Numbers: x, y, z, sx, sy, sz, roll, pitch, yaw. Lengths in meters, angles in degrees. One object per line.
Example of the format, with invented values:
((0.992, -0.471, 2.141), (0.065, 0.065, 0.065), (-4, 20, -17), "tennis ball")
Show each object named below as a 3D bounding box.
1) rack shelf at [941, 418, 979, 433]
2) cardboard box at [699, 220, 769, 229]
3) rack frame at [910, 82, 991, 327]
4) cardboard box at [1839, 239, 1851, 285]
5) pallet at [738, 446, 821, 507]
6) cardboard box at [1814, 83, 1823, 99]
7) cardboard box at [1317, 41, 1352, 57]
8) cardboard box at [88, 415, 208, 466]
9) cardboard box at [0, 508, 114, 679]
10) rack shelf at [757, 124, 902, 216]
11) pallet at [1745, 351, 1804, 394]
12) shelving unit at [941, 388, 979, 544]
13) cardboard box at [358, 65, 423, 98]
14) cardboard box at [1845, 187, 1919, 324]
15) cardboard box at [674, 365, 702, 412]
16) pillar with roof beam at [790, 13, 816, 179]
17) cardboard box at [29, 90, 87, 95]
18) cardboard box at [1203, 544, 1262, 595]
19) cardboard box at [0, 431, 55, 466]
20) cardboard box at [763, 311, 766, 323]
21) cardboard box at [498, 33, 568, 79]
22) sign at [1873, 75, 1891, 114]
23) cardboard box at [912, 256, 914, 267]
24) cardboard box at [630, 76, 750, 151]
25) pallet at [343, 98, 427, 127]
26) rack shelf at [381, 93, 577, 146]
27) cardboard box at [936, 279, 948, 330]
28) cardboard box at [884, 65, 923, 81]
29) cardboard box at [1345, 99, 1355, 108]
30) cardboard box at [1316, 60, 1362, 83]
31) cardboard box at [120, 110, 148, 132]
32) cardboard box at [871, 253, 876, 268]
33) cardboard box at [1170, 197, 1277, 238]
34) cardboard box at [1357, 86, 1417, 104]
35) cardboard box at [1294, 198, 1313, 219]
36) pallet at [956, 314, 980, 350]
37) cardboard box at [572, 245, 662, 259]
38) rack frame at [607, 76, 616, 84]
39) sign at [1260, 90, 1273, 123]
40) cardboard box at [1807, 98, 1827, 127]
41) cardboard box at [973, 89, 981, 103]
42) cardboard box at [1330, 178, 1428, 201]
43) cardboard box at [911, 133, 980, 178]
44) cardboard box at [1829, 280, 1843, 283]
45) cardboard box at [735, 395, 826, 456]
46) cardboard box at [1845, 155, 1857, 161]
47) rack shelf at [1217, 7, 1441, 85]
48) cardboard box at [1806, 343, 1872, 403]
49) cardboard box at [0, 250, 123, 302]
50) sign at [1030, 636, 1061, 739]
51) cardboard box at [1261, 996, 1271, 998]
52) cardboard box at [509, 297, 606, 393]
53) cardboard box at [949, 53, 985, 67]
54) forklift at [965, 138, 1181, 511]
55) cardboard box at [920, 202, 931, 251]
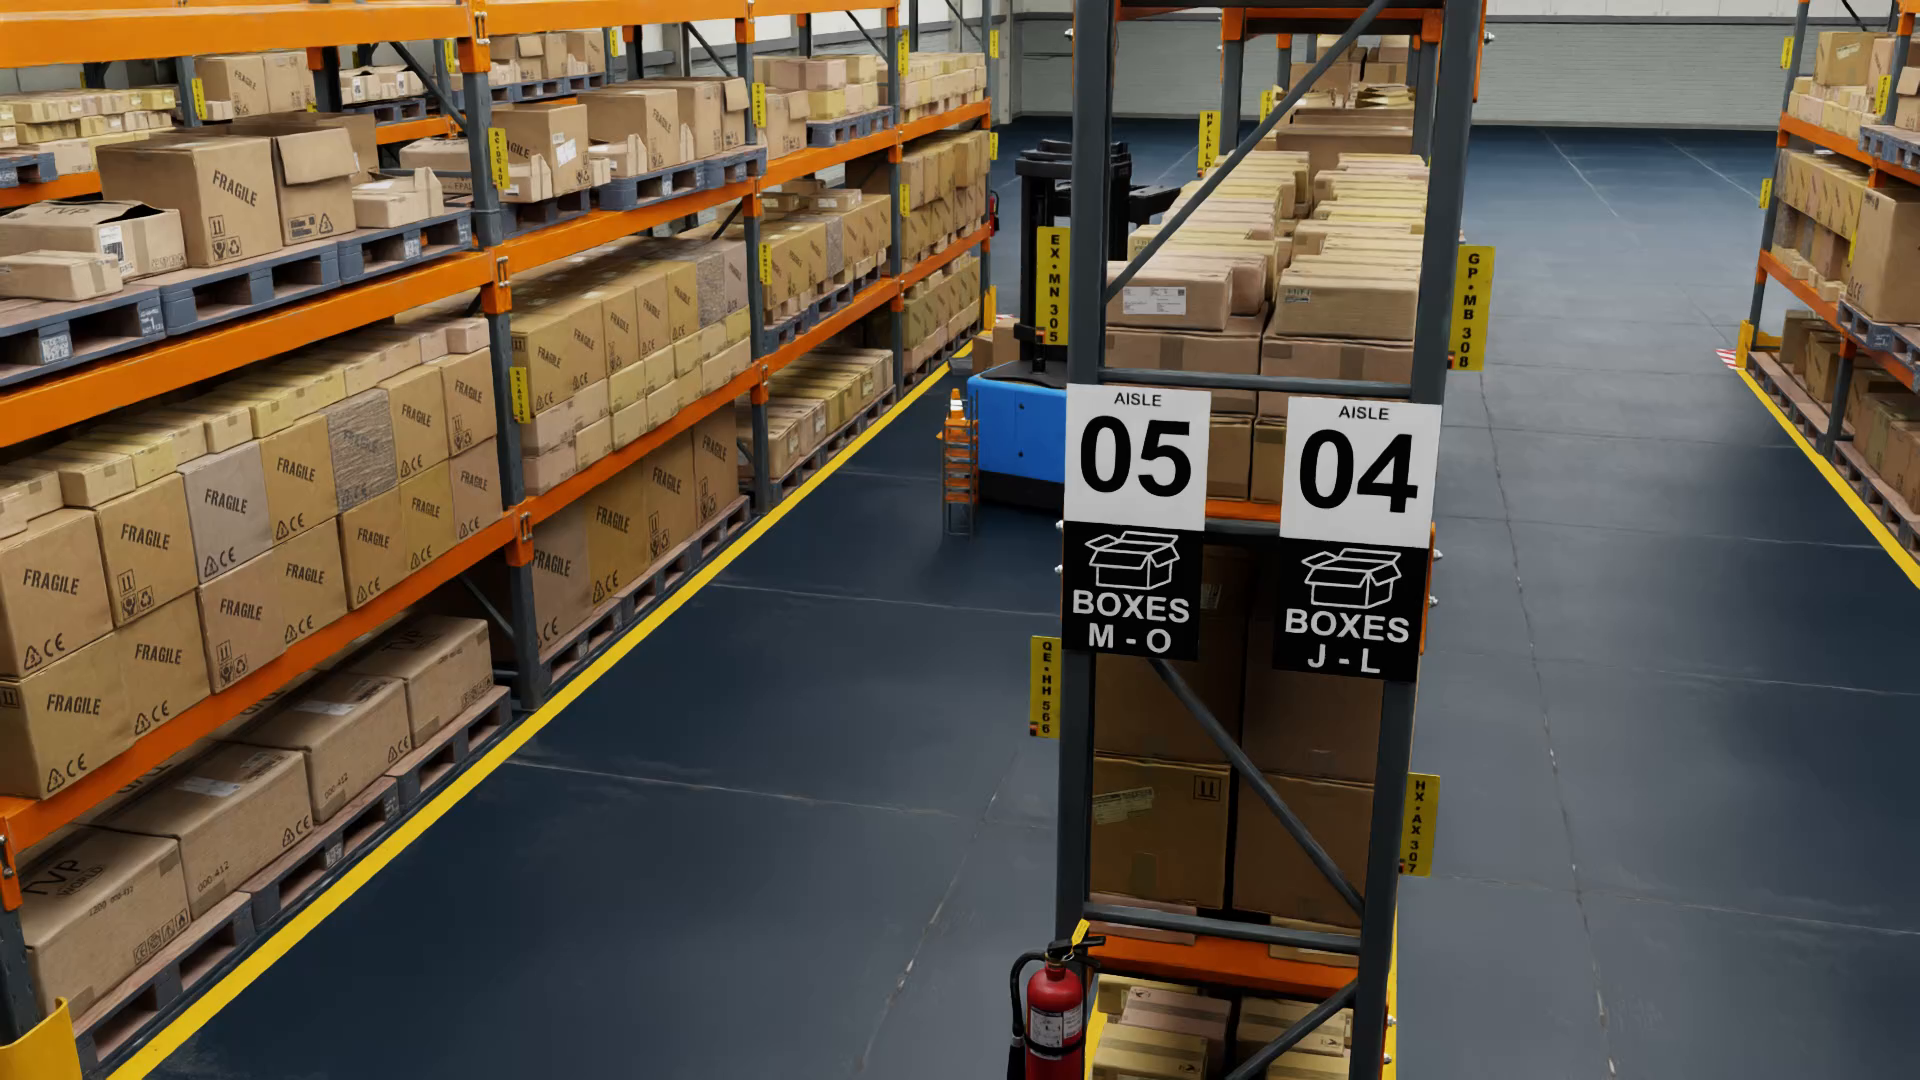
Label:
((0.004, -0.871, 12.905), (0.258, 0.103, 0.180), (5, 19, 13), "rack shelf")
((-1.997, -2.549, 14.746), (0.500, 0.500, 0.500), (3, 19, 10), "cardboard box")
((-0.122, -4.184, 20.798), (1.000, 3.000, 0.127), (5, 19, 13), "rack frame")
((8.836, -2.626, 15.621), (0.875, 0.500, 0.500), (5, 19, 13), "cardboard box")
((-1.884, -0.602, 14.624), (1.003, 0.211, 1.213), (5, 19, 13), "pallet")
((8.898, -4.553, 16.851), (0.380, 0.149, 0.250), (5, 19, 13), "cardboard box")
((3.691, -4.871, 16.519), (0.380, 0.149, 0.250), (5, 19, 14), "cardboard box")
((-3.447, -0.417, 7.063), (0.380, 0.149, 0.250), (5, 19, 14), "cardboard box")
((-3.638, 0.182, 6.312), (0.500, 0.500, 0.500), (4, 19, 12), "cardboard box")
((-1.588, -3.383, 14.923), (1.077, 0.370, 4.000), (5, 19, 13), "rack shelf")
((9.236, -1.807, 18.150), (1.003, 0.211, 1.213), (5, 19, 13), "pallet")
((0.004, -0.572, 13.007), (0.258, 1.200, 0.189), (5, 19, 13), "shelving unit")
((-5.854, -4.699, 16.997), (0.500, 0.311, 0.500), (4, 19, 12), "cardboard box")
((8.180, -2.393, 13.974), (1.000, 1.000, 1.000), (5, 19, 14), "cardboard box")
((-2.197, -1.109, 12.026), (0.500, 0.250, 0.500), (4, 19, 13), "cardboard box")
((1.126, -10.688, 30.558), (9.100, 9.000, 0.400), (5, 19, 13), "pillar with roof beam")
((-7.339, -3.575, 13.528), (0.380, 0.149, 0.250), (5, 19, 14), "cardboard box")
((0.788, 0.207, 5.780), (0.500, 0.500, 0.500), (4, 19, 12), "cardboard box")
((-4.016, -0.370, 6.925), (0.380, 0.149, 0.250), (5, 20, 15), "cardboard box")
((-1.817, -1.844, 13.685), (0.380, 0.149, 0.250), (4, 19, 10), "cardboard box")
((-5.155, -5.817, 19.978), (0.700, 0.500, 0.500), (5, 19, 14), "cardboard box")
((7.982, -3.853, 14.386), (0.100, 0.325, 0.005), (5, 19, 13), "sign")
((-0.700, -2.969, 17.627), (0.380, 0.149, 0.250), (5, 20, 15), "cardboard box")
((-2.023, -3.214, 12.506), (0.797, 0.503, 0.637), (3, 19, 10), "cardboard box")
((-6.117, -4.373, 17.005), (0.805, 0.209, 1.217), (4, 19, 11), "pallet")
((-5.425, -5.027, 19.738), (1.077, 0.370, 4.000), (5, 19, 13), "rack shelf")
((-0.446, -2.678, 18.831), (0.500, 0.500, 0.500), (6, 20, 16), "cardboard box")
((-0.598, -4.847, 17.253), (0.380, 0.149, 0.250), (4, 19, 12), "cardboard box")
((3.138, -3.151, 12.464), (0.500, 0.311, 0.500), (5, 19, 13), "cardboard box")
((3.596, -4.481, 15.994), (0.500, 0.250, 0.500), (4, 19, 13), "cardboard box")
((-6.826, -3.395, 13.462), (0.380, 0.149, 0.250), (4, 19, 12), "cardboard box")
((-1.039, -2.746, 16.326), (0.380, 0.149, 0.250), (4, 19, 12), "cardboard box")
((0.987, -1.192, 6.238), (0.380, 0.149, 0.250), (4, 19, 12), "cardboard box")
((2.790, -2.838, 10.875), (0.396, 0.266, 0.258), (5, 19, 13), "cardboard box")
((1.294, -1.361, 7.350), (0.500, 0.250, 0.500), (5, 19, 13), "cardboard box")
((-0.374, -2.589, 20.442), (1.003, 0.211, 1.213), (5, 19, 13), "pallet")
((-2.546, -1.906, 12.425), (0.500, 0.500, 0.500), (5, 19, 14), "cardboard box")
((-4.936, -4.575, 21.942), (1.000, 3.000, 0.127), (5, 19, 13), "rack frame")
((2.212, -3.066, 11.960), (0.100, 0.325, 0.005), (5, 19, 13), "sign")
((8.874, -4.303, 16.735), (0.500, 0.250, 0.500), (5, 19, 13), "cardboard box")
((0.033, -5.271, 19.726), (0.380, 0.149, 0.250), (5, 19, 14), "cardboard box")
((1.712, -1.391, 6.820), (0.380, 0.149, 0.250), (4, 19, 11), "cardboard box")
((-0.166, -4.510, 19.590), (0.700, 0.500, 0.500), (5, 19, 14), "cardboard box")
((8.609, -2.426, 16.039), (0.380, 0.149, 0.250), (5, 19, 13), "cardboard box")
((-1.757, -1.040, 15.009), (0.950, 0.372, 0.625), (4, 19, 12), "cardboard box")
((9.476, -3.714, 17.259), (0.500, 0.500, 0.500), (5, 19, 13), "cardboard box")
((2.259, -3.000, 9.781), (1.077, 0.370, 4.000), (5, 19, 13), "rack shelf")
((8.855, -1.667, 16.645), (0.500, 0.500, 0.500), (3, 19, 9), "cardboard box")
((-3.543, -1.039, 6.533), (0.380, 0.149, 0.250), (5, 20, 15), "cardboard box")
((0.260, 0.442, 4.972), (0.100, 0.325, 0.005), (5, 19, 13), "sign")
((1.368, 1.672, 6.492), (0.380, 0.149, 0.250), (4, 19, 11), "cardboard box")
((-2.570, -1.221, 10.419), (0.500, 0.500, 0.500), (5, 19, 13), "cardboard box")
((0.081, -5.733, 19.846), (0.380, 0.149, 0.250), (5, 19, 14), "cardboard box")
((1.232, -2.045, 14.641), (1.130, 2.935, 3.031), (11, 22, 29), "forklift")
((-0.622, -3.394, 17.868), (0.500, 0.500, 0.500), (5, 19, 13), "cardboard box")
